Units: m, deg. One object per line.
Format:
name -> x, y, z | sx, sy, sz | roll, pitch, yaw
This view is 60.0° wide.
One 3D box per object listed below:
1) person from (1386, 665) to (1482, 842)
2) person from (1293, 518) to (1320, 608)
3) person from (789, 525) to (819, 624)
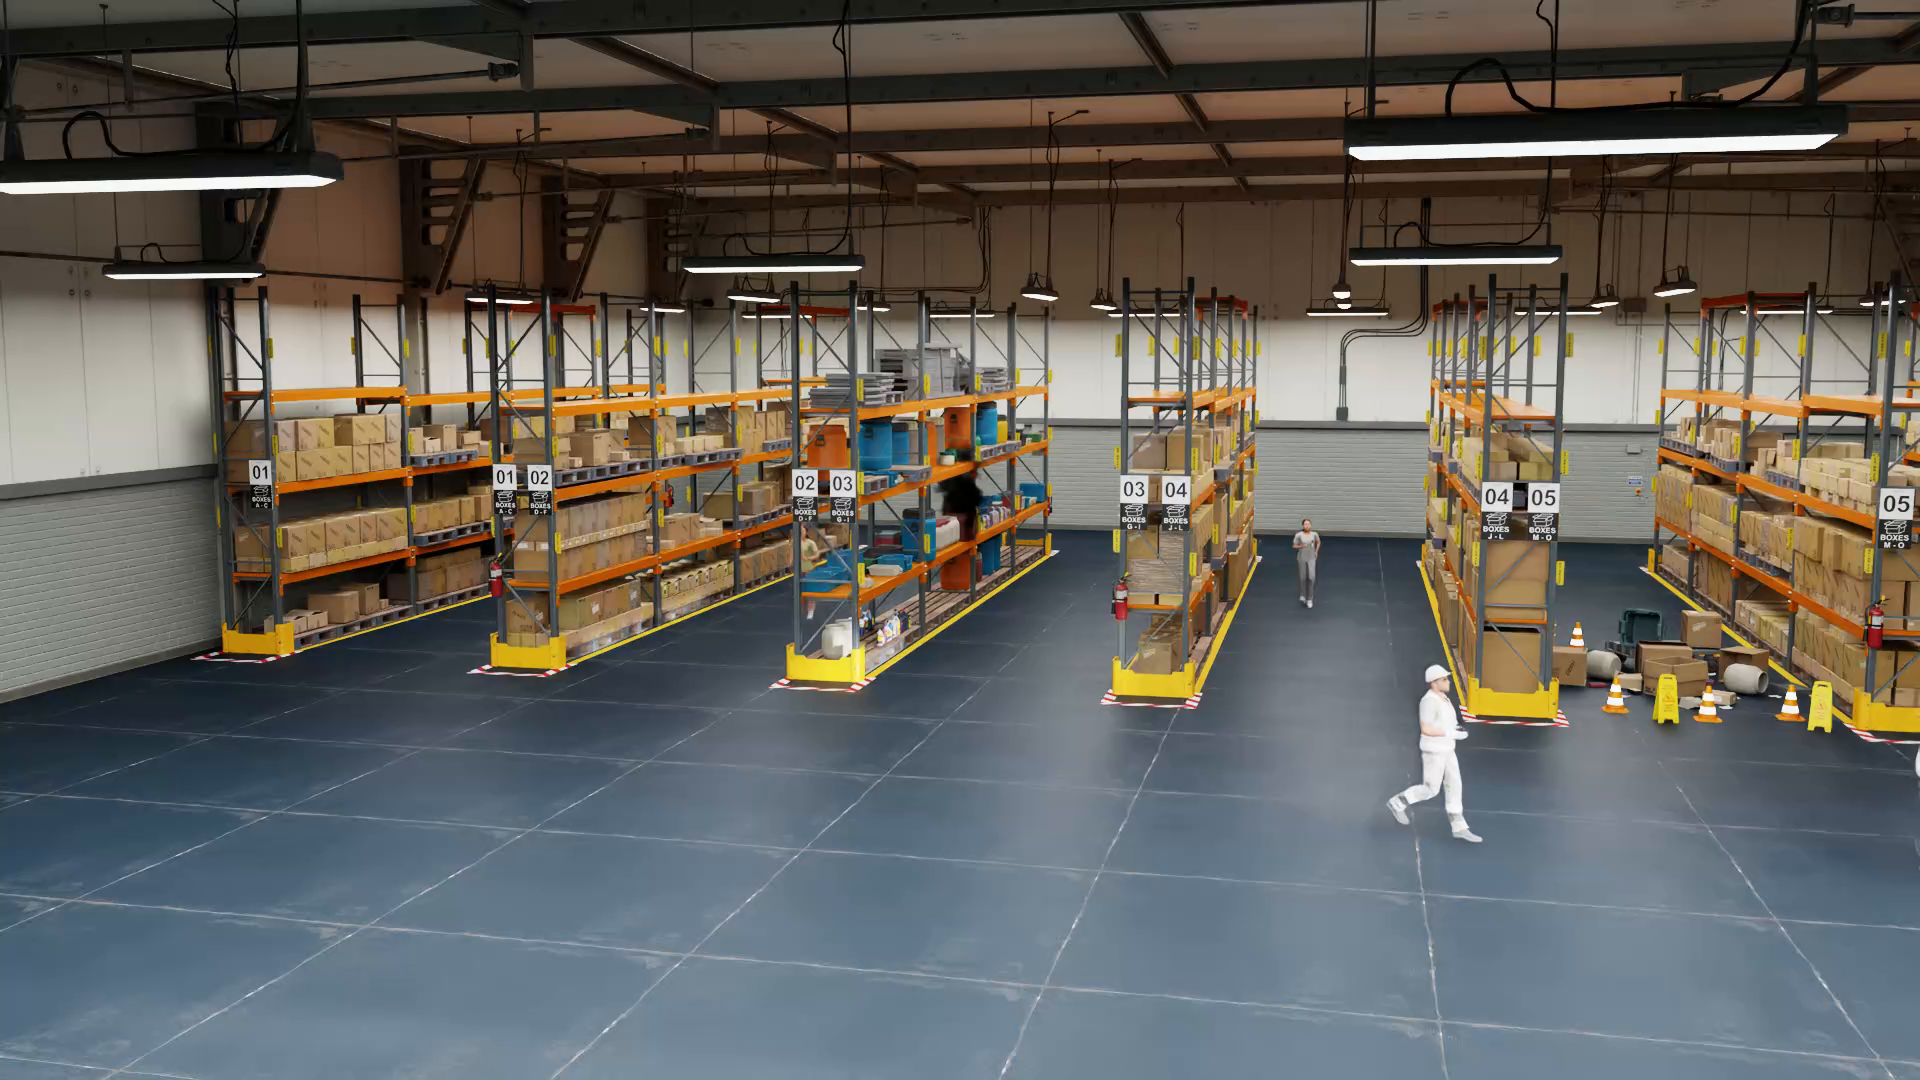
person -> 4.859, 2.156, 16.953 | 0.985, 1.776, 0.654 | 5, 8, 35
person -> 6.769, 0.433, 32.502 | 0.552, 1.715, 0.758 | 1, 7, 7
person -> -2.730, 0.571, 29.017 | 0.578, 1.690, 0.858 | 1, 7, 10
